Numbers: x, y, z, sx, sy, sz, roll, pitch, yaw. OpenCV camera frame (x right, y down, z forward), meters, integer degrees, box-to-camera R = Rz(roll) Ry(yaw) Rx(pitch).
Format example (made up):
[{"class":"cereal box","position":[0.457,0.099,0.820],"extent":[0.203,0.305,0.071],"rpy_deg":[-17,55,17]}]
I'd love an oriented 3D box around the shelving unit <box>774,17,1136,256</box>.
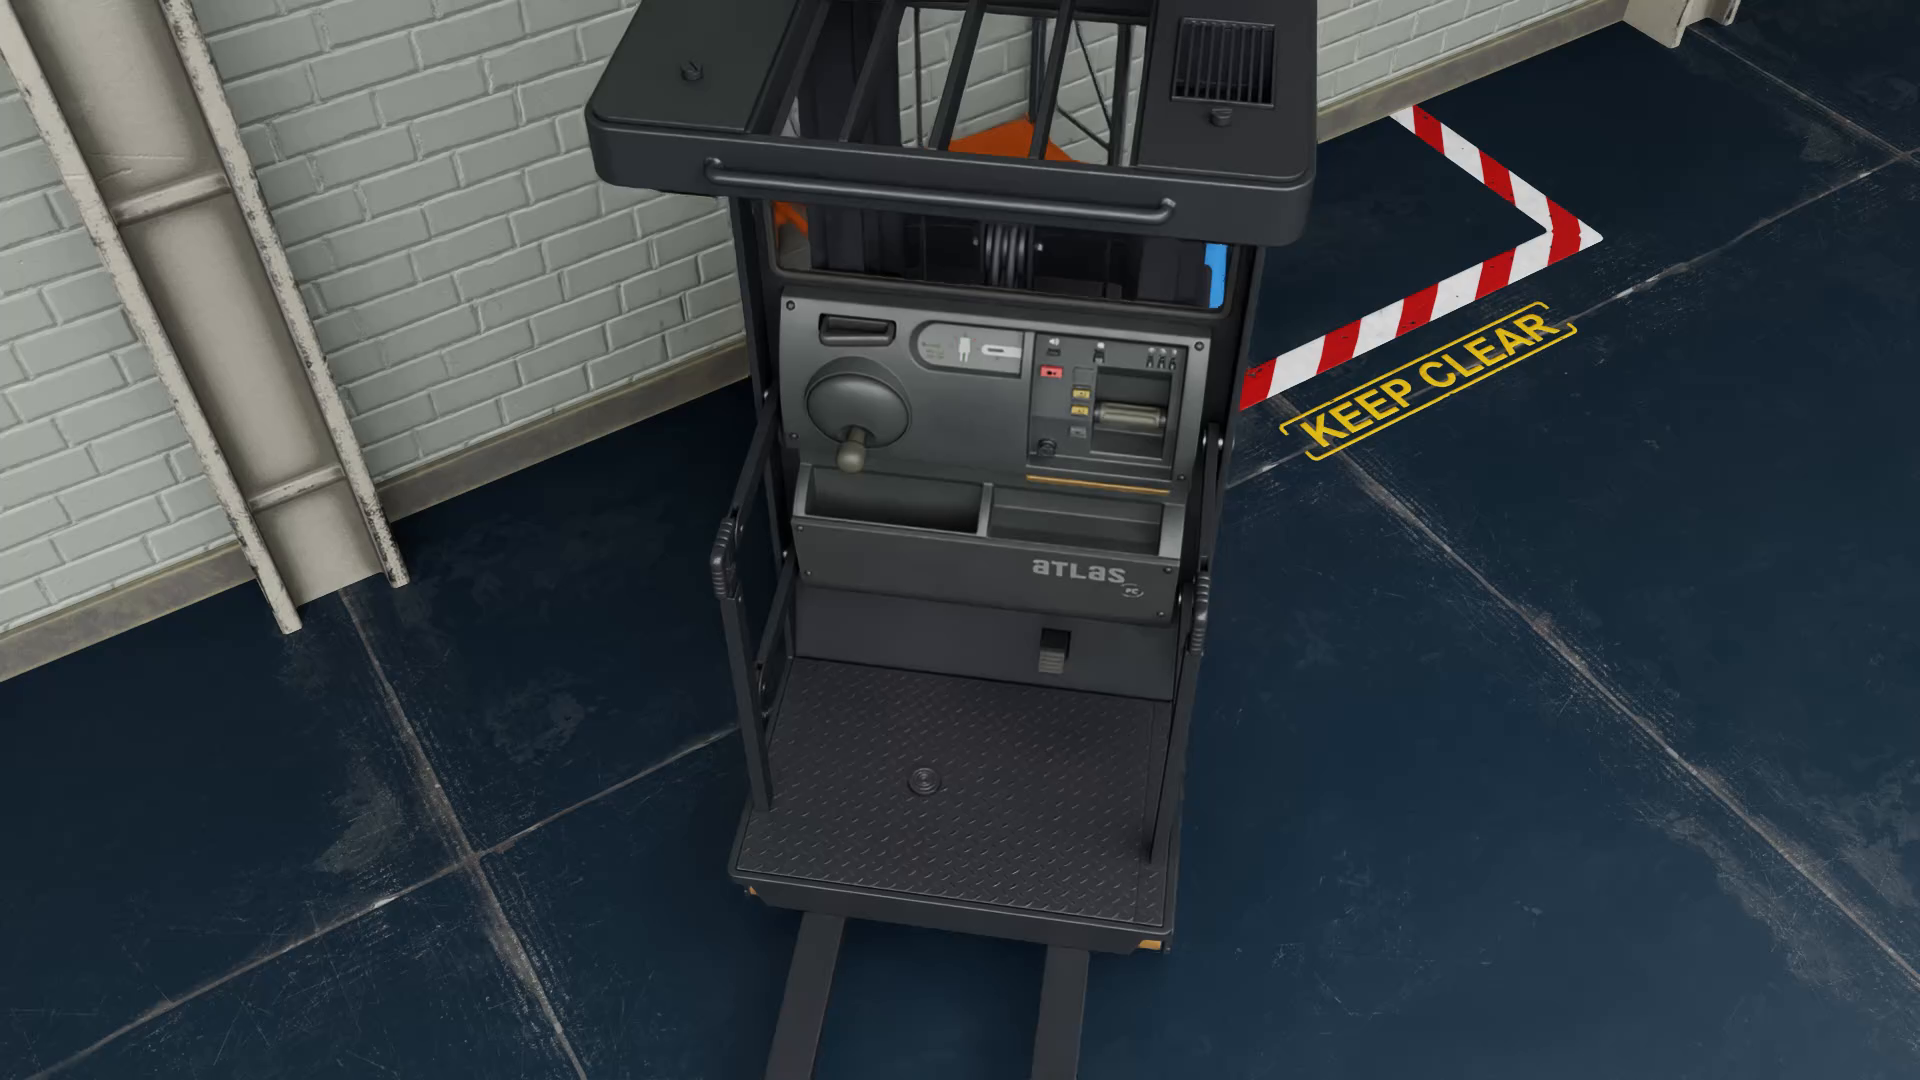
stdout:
[{"class":"shelving unit","position":[-0.046,-1.188,5.254],"extent":[1.083,1.500,0.587],"rpy_deg":[-23,49,-22]}]

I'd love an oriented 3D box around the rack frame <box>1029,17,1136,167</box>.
[{"class":"rack frame","position":[0.378,-1.369,5.444],"extent":[0.032,1.500,0.500],"rpy_deg":[-23,49,-22]}]

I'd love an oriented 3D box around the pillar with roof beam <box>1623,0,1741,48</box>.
[{"class":"pillar with roof beam","position":[5.427,-2.555,1.500],"extent":[0.400,9.000,9.100],"rpy_deg":[-25,53,-21]}]

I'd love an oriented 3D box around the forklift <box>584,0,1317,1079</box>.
[{"class":"forklift","position":[0.036,-0.213,3.477],"extent":[1.130,2.935,3.031],"rpy_deg":[6,49,6]}]

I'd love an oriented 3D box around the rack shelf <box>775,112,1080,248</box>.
[{"class":"rack shelf","position":[-0.056,-1.057,5.377],"extent":[1.000,0.185,0.538],"rpy_deg":[-23,49,-22]}]

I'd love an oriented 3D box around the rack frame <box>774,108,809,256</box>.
[{"class":"rack frame","position":[-0.486,-1.000,5.057],"extent":[0.032,1.500,0.500],"rpy_deg":[-23,49,-22]}]
